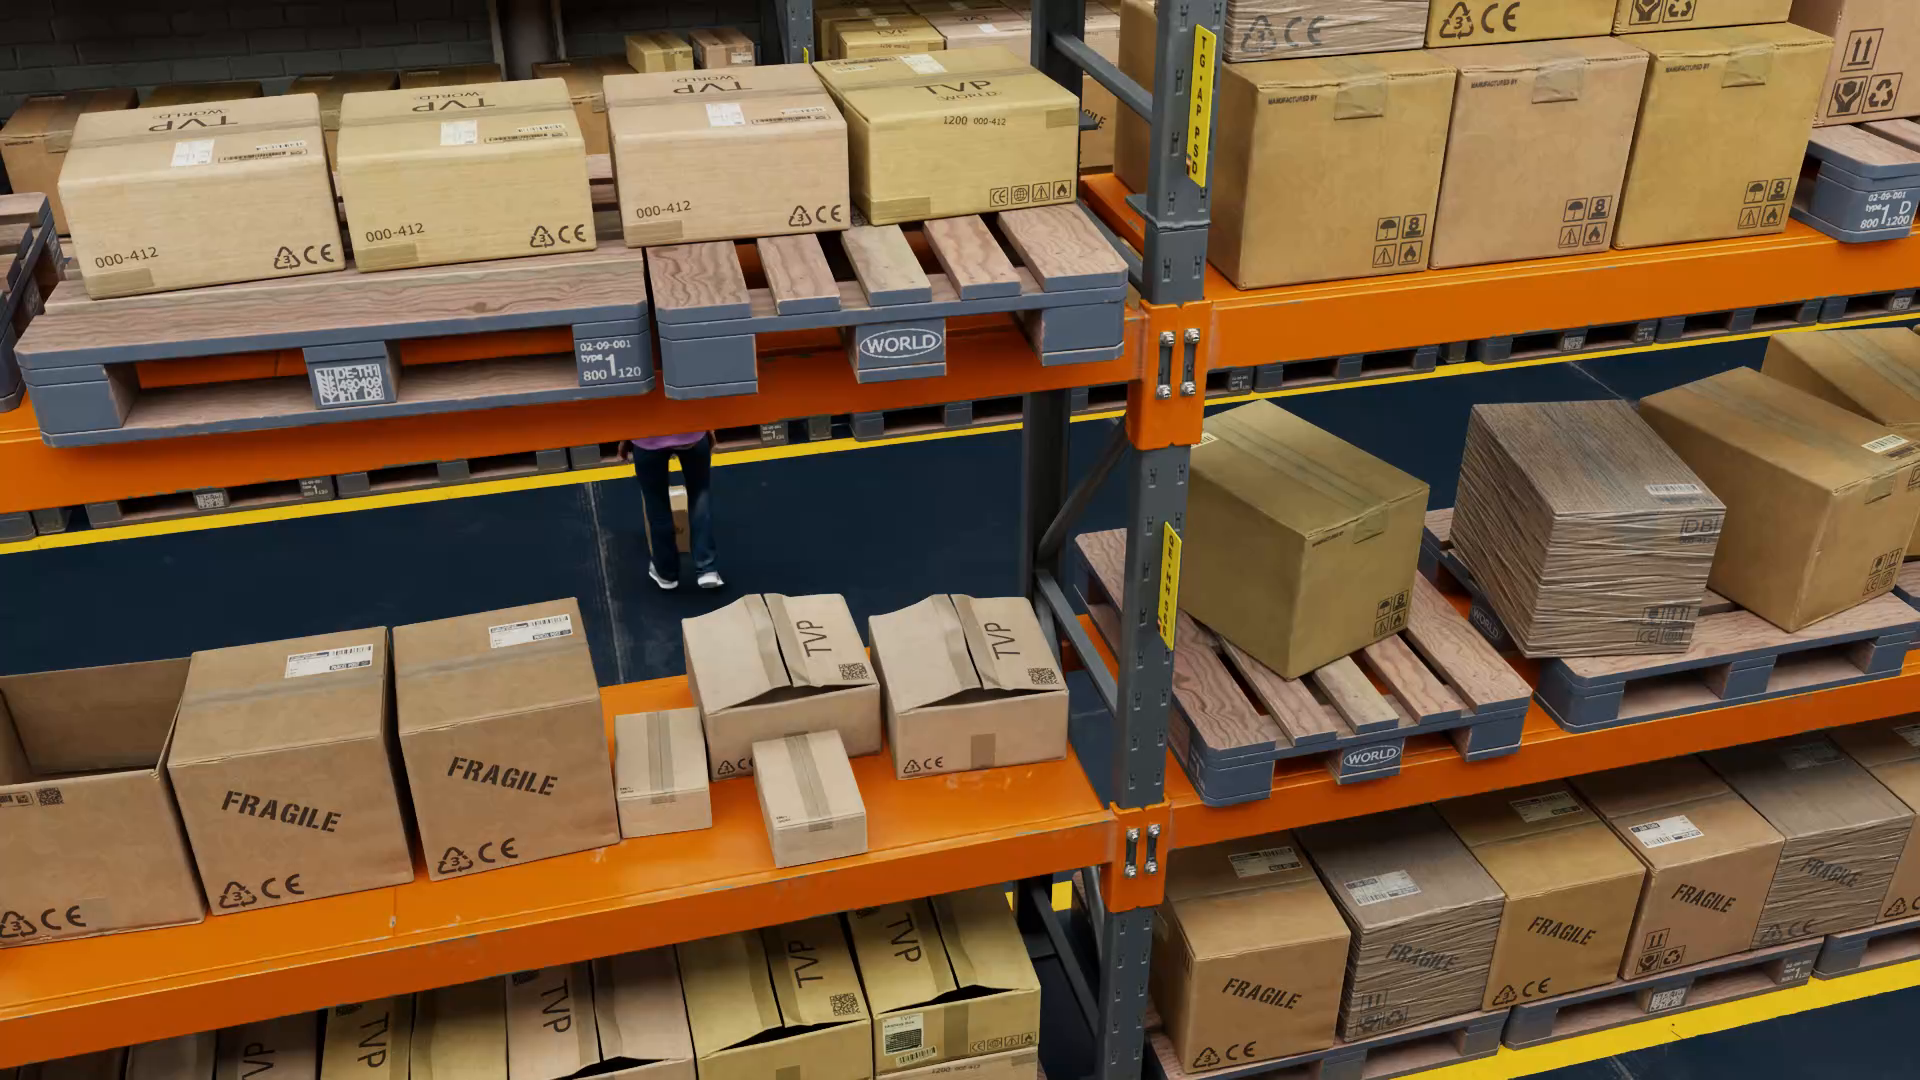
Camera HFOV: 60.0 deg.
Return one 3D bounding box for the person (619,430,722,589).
[{"bbox_3d":[-1.361,-0.460,7.682,0.458,1.649,0.412,-11,32,-18],"label":"person"}]
